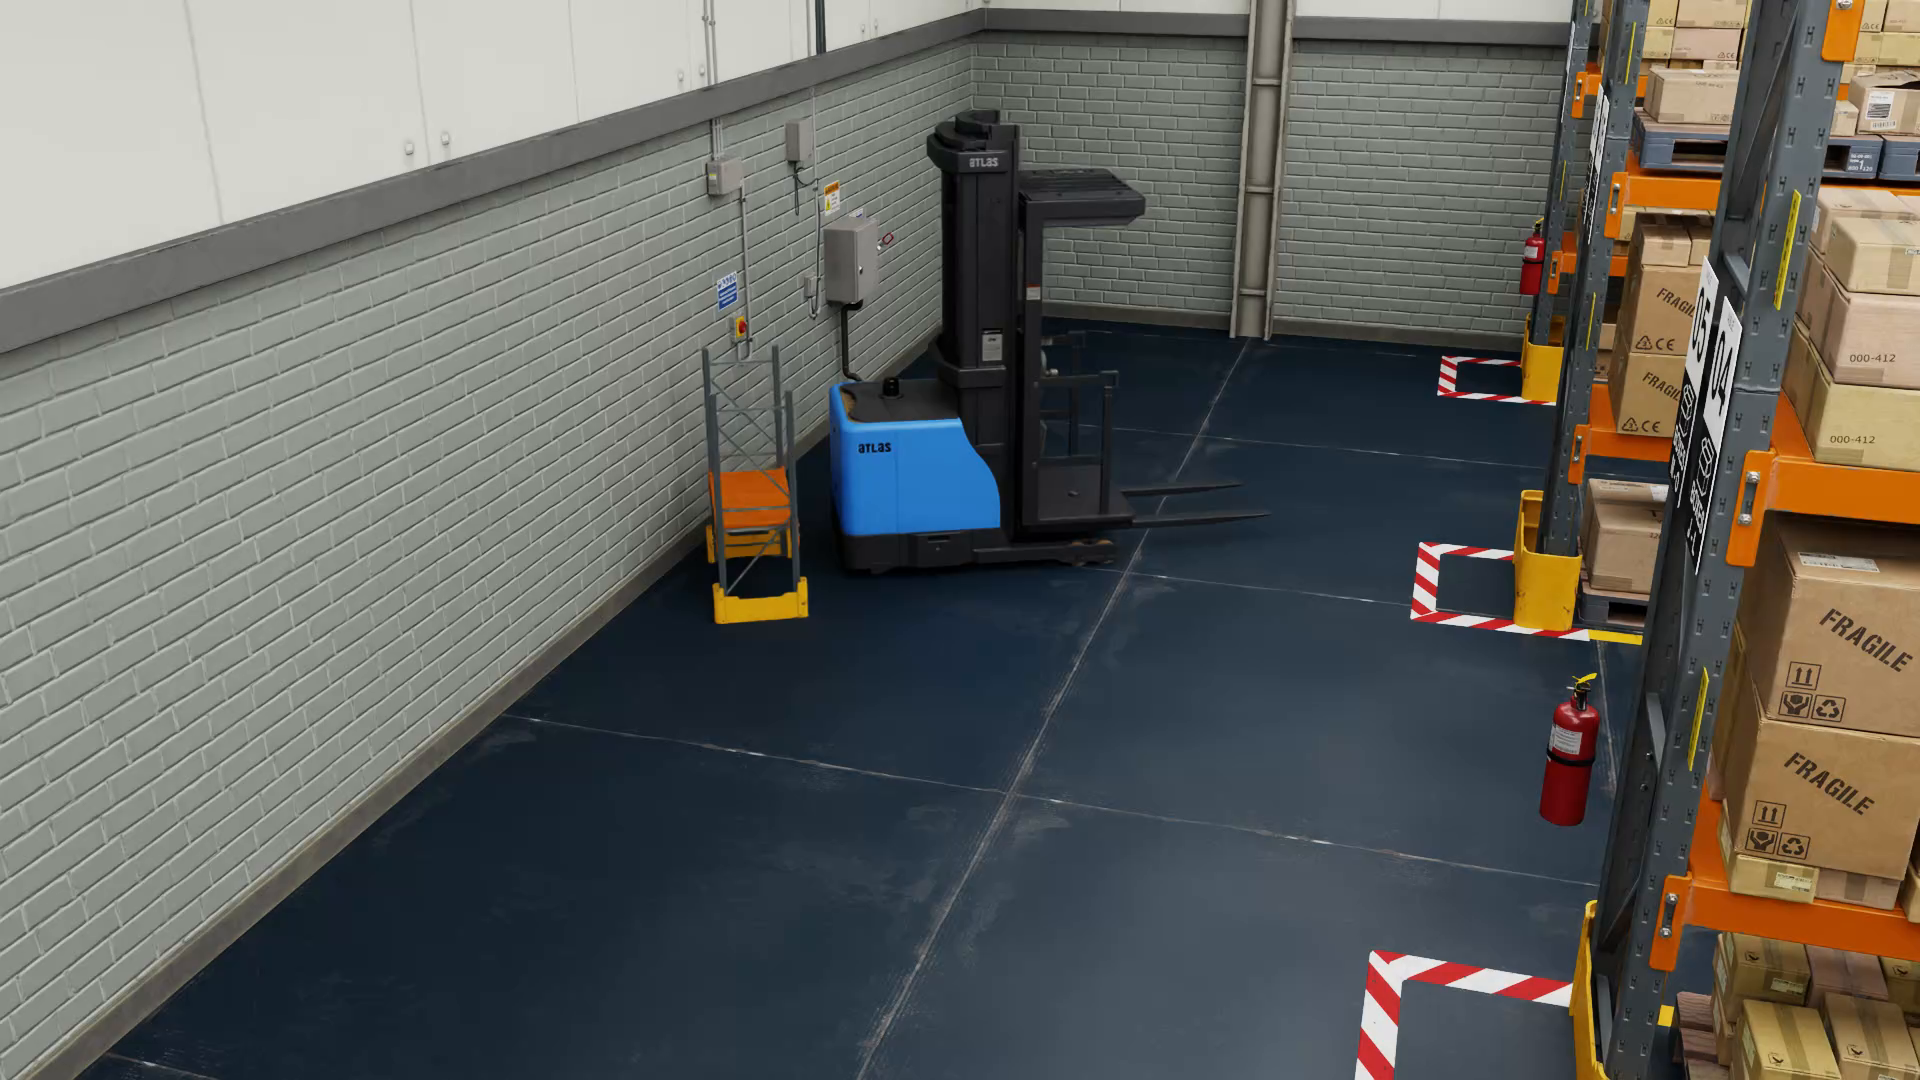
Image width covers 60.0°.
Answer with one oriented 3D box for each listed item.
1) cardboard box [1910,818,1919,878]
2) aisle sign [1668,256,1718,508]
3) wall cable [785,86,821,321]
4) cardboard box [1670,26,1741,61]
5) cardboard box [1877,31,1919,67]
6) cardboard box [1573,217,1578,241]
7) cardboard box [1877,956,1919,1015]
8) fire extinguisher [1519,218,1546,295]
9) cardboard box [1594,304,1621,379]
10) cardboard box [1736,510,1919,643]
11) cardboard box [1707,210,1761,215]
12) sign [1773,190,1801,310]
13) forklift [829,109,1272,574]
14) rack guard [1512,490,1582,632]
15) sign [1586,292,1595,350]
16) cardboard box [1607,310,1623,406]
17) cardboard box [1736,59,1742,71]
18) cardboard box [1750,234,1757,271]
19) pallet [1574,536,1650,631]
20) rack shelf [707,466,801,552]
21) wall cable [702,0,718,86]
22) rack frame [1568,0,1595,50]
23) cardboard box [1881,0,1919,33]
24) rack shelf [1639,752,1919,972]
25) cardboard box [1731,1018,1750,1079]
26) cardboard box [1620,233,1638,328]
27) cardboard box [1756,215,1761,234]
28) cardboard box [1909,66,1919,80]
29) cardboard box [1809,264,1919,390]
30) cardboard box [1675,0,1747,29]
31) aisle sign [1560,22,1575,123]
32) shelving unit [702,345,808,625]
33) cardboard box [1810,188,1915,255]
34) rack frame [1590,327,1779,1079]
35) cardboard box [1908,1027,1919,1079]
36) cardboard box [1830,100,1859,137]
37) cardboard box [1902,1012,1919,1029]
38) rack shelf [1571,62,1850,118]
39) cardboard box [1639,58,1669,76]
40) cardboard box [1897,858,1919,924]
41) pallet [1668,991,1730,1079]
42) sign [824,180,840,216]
[{"bbox_3d":[3.372,0.788,5.372,0.500,0.500,0.500,7,23,16],"label":"cardboard box"},{"bbox_3d":[2.519,-0.547,5.725,0.004,0.787,0.394,7,23,16],"label":"aisle sign"},{"bbox_3d":[-1.172,-2.633,12.897,0.122,1.984,0.588,7,23,16],"label":"wall cable"},{"bbox_3d":[6.104,-4.100,13.666,0.500,0.250,0.500,7,23,17],"label":"cardboard box"},{"bbox_3d":[7.573,-3.933,13.259,0.500,0.250,0.500,7,23,17],"label":"cardboard box"},{"bbox_3d":[5.660,-2.785,14.939,0.250,0.149,0.380,6,23,15],"label":"cardboard box"},{"bbox_3d":[3.590,1.619,6.289,0.250,0.149,0.380,6,23,14],"label":"cardboard box"},{"bbox_3d":[4.991,-2.480,14.457,0.183,0.674,0.296,7,23,16],"label":"fire extinguisher"},{"bbox_3d":[5.823,-1.778,14.888,0.637,0.503,0.797,6,23,13],"label":"cardboard box"},{"bbox_3d":[3.012,0.086,5.766,0.500,0.500,0.500,6,23,14],"label":"cardboard box"},{"bbox_3d":[6.591,-2.651,14.087,0.500,0.250,0.500,6,23,14],"label":"cardboard box"},{"bbox_3d":[2.345,-0.822,4.717,0.005,0.325,0.100,7,23,16],"label":"sign"},{"bbox_3d":[0.638,-1.371,11.251,3.031,2.935,1.130,-3,23,-8],"label":"forklift"},{"bbox_3d":[3.812,0.117,10.825,0.348,0.500,1.175,7,23,16],"label":"rack guard"},{"bbox_3d":[3.669,-1.273,9.675,0.005,0.325,0.100,7,23,16],"label":"sign"},{"bbox_3d":[4.373,-1.126,10.431,0.500,0.500,0.500,7,23,16],"label":"cardboard box"},{"bbox_3d":[6.464,-3.848,13.577,0.250,0.149,0.380,6,23,15],"label":"cardboard box"},{"bbox_3d":[4.582,-1.633,9.494,0.250,0.149,0.380,7,23,17],"label":"cardboard box"},{"bbox_3d":[4.623,0.313,10.729,1.213,0.211,1.003,7,23,16],"label":"pallet"},{"bbox_3d":[-1.347,-0.211,10.783,0.538,0.185,1.000,-4,23,-10],"label":"rack shelf"},{"bbox_3d":[-1.692,-4.333,10.476,0.029,3.000,0.463,7,23,16],"label":"wall cable"},{"bbox_3d":[5.265,-5.616,13.603,0.127,3.000,1.000,7,23,16],"label":"rack frame"},{"bbox_3d":[7.571,-4.168,13.173,0.500,0.250,0.500,7,23,16],"label":"cardboard box"},{"bbox_3d":[4.417,1.325,5.535,4.000,0.370,1.077,7,23,16],"label":"rack shelf"},{"bbox_3d":[2.929,1.911,5.970,0.250,0.149,0.380,8,23,18],"label":"cardboard box"},{"bbox_3d":[4.365,-1.579,10.218,0.500,0.500,0.500,7,23,17],"label":"cardboard box"},{"bbox_3d":[4.758,-1.862,10.053,0.250,0.149,0.380,6,23,15],"label":"cardboard box"},{"bbox_3d":[7.696,-3.735,13.300,0.250,0.149,0.380,7,23,17],"label":"cardboard box"},{"bbox_3d":[2.857,-0.633,4.947,0.500,0.250,0.500,7,23,16],"label":"cardboard box"},{"bbox_3d":[6.099,-4.325,13.556,0.500,0.250,0.500,6,23,15],"label":"cardboard box"},{"bbox_3d":[5.115,-3.944,14.007,0.004,0.787,0.394,7,23,16],"label":"aisle sign"},{"bbox_3d":[-1.349,-0.381,10.723,0.587,1.500,1.083,-4,23,-10],"label":"shelving unit"},{"bbox_3d":[2.905,-1.031,5.393,0.250,0.149,0.380,6,23,15],"label":"cardboard box"},{"bbox_3d":[2.502,0.773,5.933,0.127,3.000,1.000,7,23,16],"label":"rack frame"},{"bbox_3d":[3.408,1.864,5.692,0.250,0.149,0.380,6,23,15],"label":"cardboard box"},{"bbox_3d":[4.810,-2.346,9.229,0.250,0.149,0.380,7,23,17],"label":"cardboard box"},{"bbox_3d":[3.588,1.771,6.312,0.250,0.149,0.380,6,23,13],"label":"cardboard box"},{"bbox_3d":[7.180,-3.676,13.775,4.000,0.370,1.077,7,23,16],"label":"rack shelf"},{"bbox_3d":[5.762,-3.973,13.882,0.250,0.149,0.380,7,23,16],"label":"cardboard box"},{"bbox_3d":[3.215,1.106,5.453,0.250,0.149,0.380,6,23,14],"label":"cardboard box"},{"bbox_3d":[3.342,2.173,6.193,1.213,0.211,1.003,7,23,16],"label":"pallet"},{"bbox_3d":[-1.038,-2.778,13.502,0.001,0.242,0.339,7,23,16],"label":"sign"}]
